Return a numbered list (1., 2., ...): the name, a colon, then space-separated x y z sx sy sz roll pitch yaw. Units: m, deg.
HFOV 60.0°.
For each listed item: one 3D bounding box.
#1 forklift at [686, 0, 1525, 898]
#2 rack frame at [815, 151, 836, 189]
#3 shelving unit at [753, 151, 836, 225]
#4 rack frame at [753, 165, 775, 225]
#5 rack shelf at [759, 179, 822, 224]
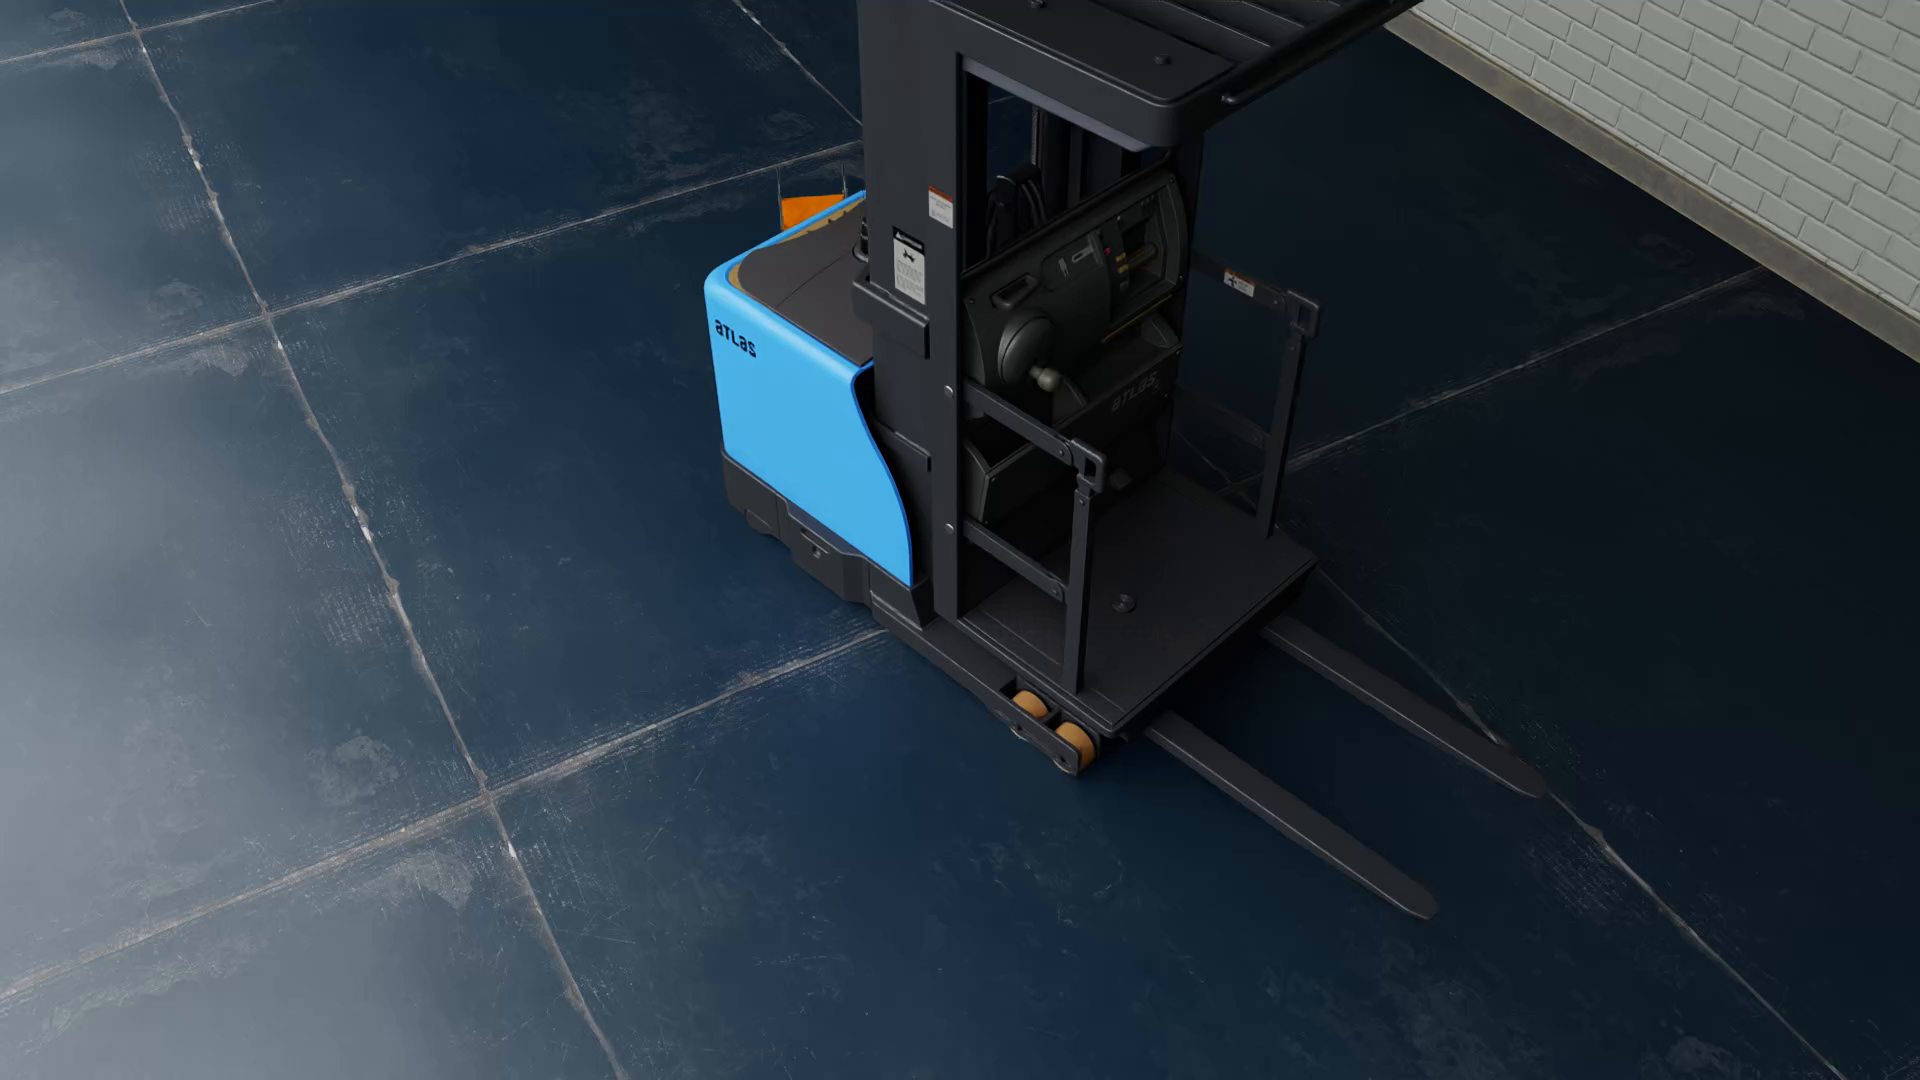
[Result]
1. forklift: 0.451 -0.748 4.916 3.031 2.935 1.130 34 53 30
2. rack frame: -0.501 -1.026 6.547 0.008 1.050 0.200 -17 48 -17
3. shelving unit: -0.613 -0.991 6.513 0.252 1.050 0.215 -17 48 -17
4. rack frame: -0.724 -0.956 6.478 0.008 1.050 0.200 -17 48 -17
5. rack shelf: -0.612 -1.183 6.318 0.240 0.259 0.215 -17 48 -17
